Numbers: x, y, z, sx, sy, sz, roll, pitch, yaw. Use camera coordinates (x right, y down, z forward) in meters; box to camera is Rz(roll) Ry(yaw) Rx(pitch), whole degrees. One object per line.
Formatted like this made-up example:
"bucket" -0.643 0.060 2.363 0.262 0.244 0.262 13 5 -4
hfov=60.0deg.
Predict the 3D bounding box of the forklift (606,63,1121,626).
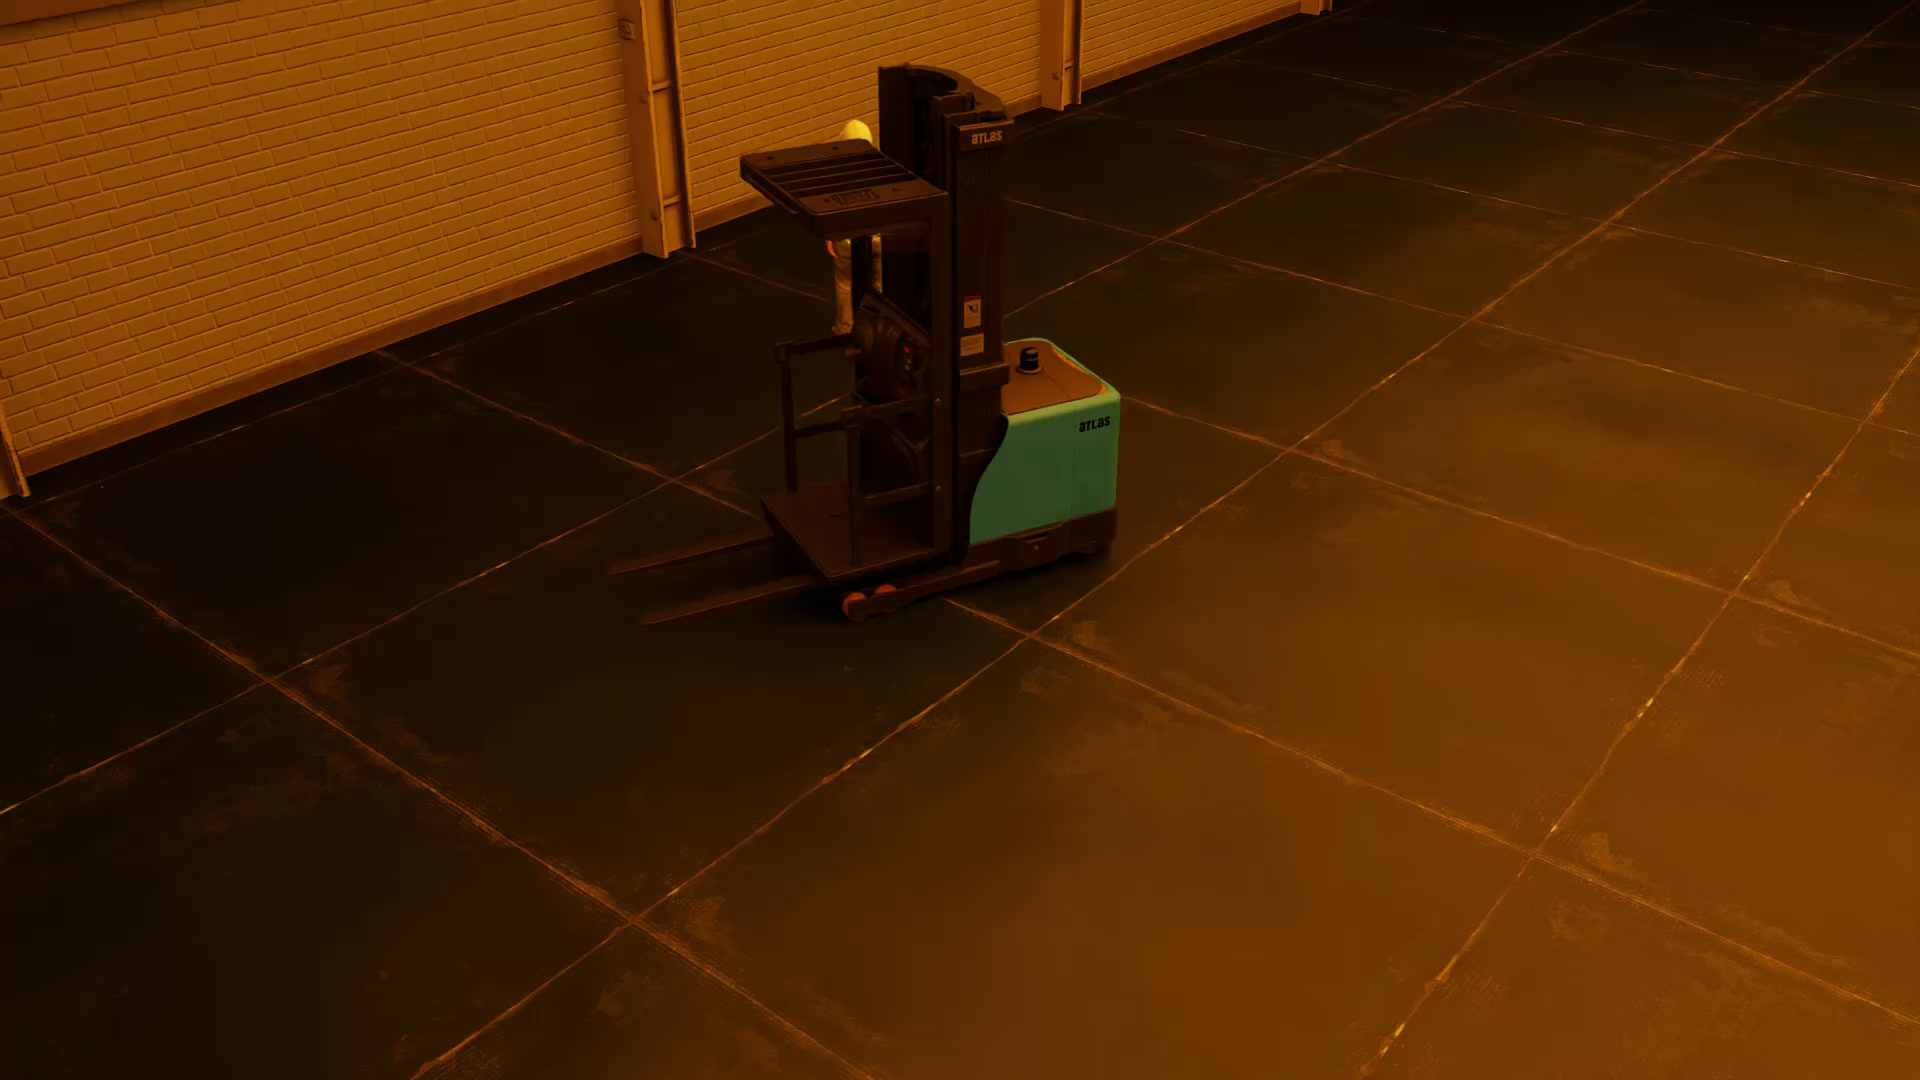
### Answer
"forklift" -0.577 -1.095 9.469 3.031 2.935 1.130 -14 33 -23

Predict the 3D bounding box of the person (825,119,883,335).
"person" -0.764 -2.375 12.845 0.614 1.799 0.508 -6 31 -9
